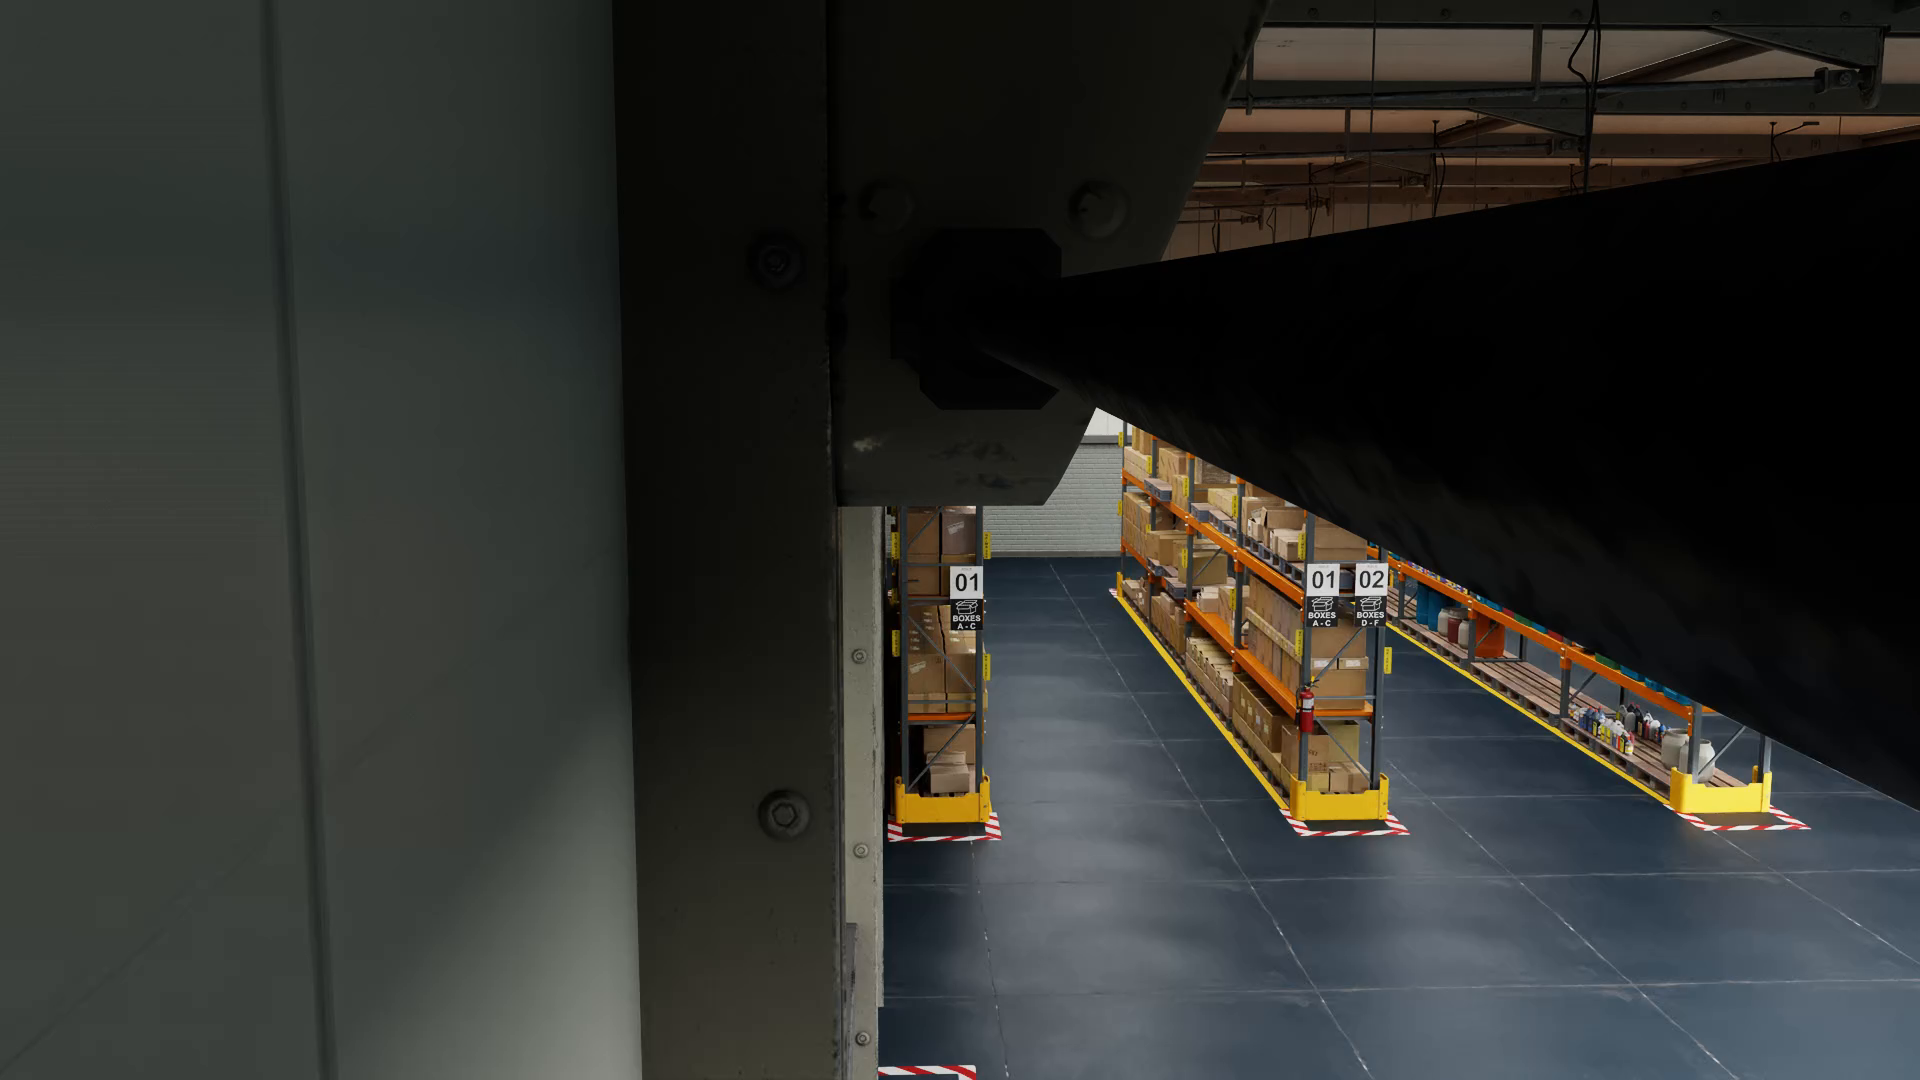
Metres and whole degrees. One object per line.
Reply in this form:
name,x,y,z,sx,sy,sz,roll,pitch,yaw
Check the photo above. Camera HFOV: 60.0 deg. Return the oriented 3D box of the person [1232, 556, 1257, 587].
person,6.047,0.518,34.835,0.721,1.713,0.888,-1,8,-5
